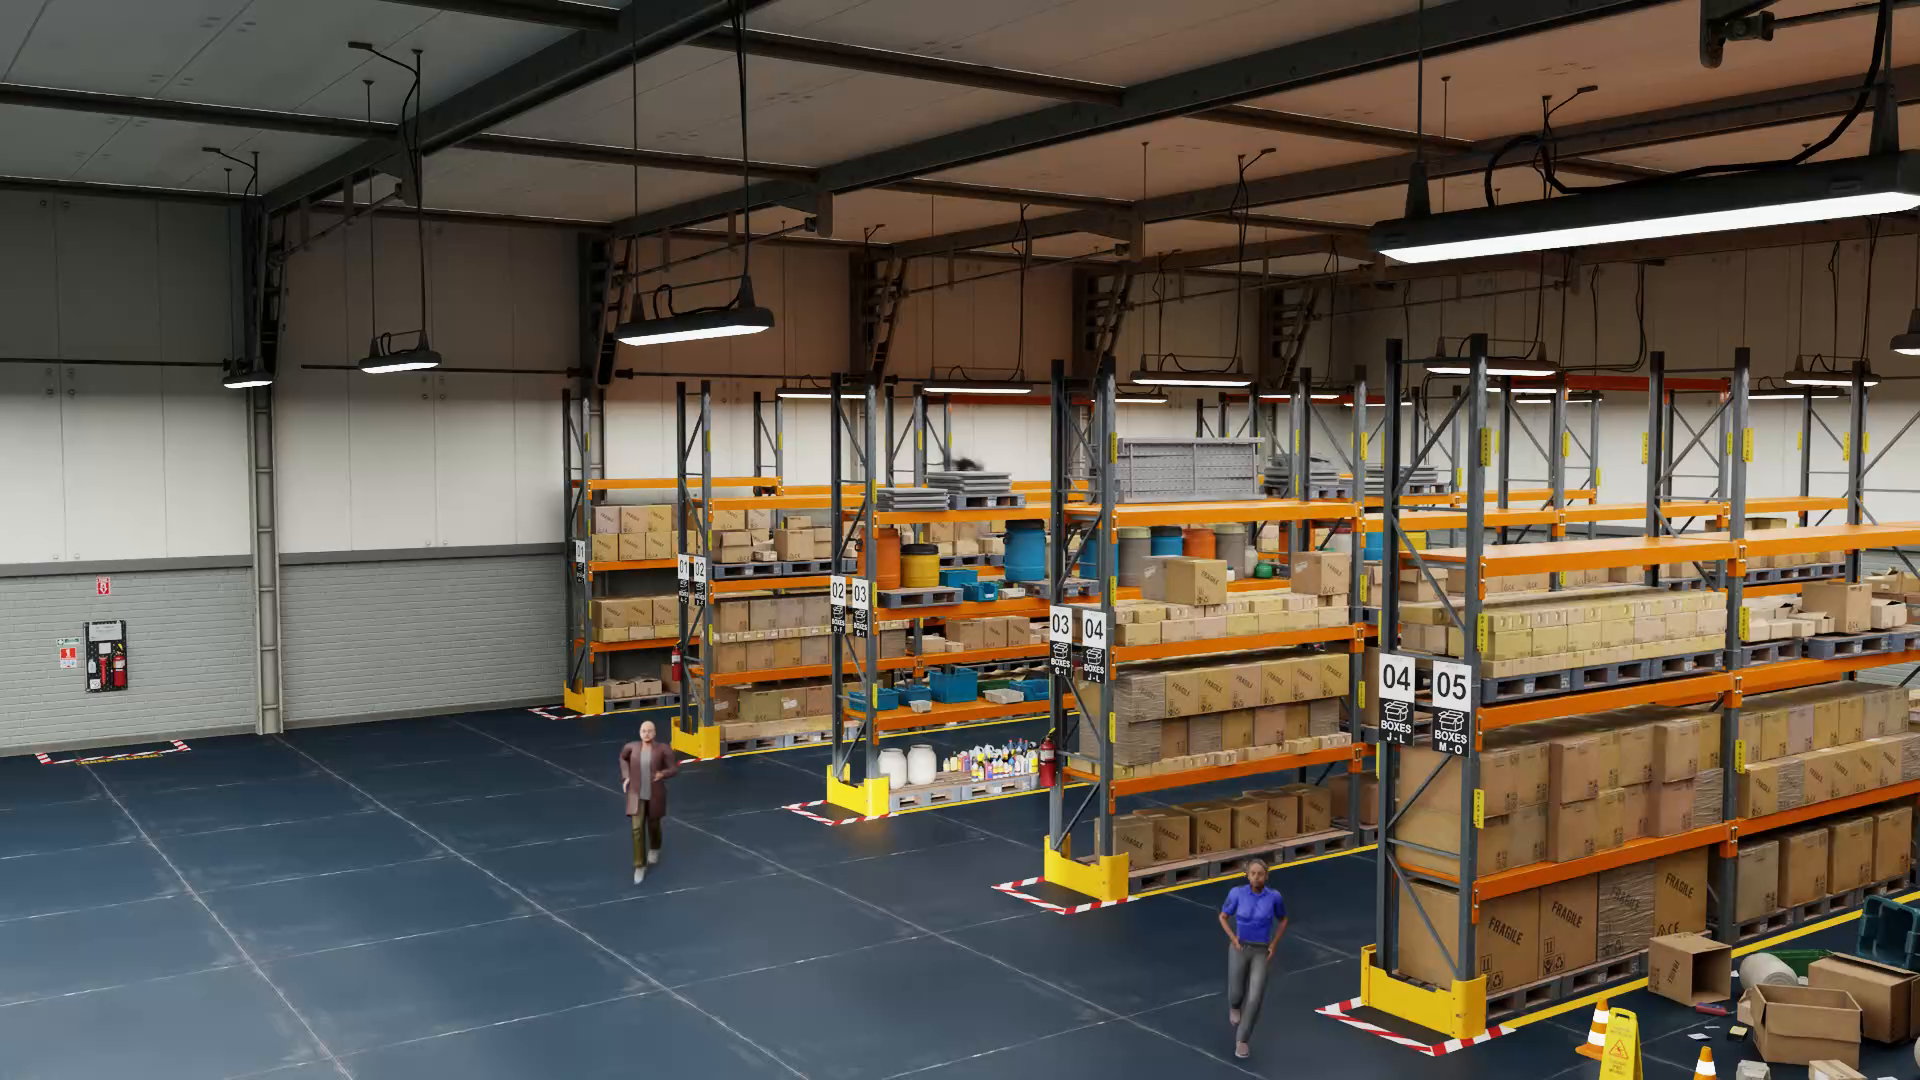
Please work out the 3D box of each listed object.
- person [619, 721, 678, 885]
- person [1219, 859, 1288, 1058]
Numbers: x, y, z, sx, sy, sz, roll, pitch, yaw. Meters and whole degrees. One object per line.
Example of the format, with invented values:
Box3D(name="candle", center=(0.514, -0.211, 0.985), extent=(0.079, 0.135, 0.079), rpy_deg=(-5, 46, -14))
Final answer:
Box3D(name="person", center=(-3.651, 3.013, 19.451), extent=(0.703, 1.805, 1.041), rpy_deg=(0, 4, -5))
Box3D(name="person", center=(2.468, 3.470, 14.000), extent=(0.575, 1.626, 0.683), rpy_deg=(1, 4, 10))
